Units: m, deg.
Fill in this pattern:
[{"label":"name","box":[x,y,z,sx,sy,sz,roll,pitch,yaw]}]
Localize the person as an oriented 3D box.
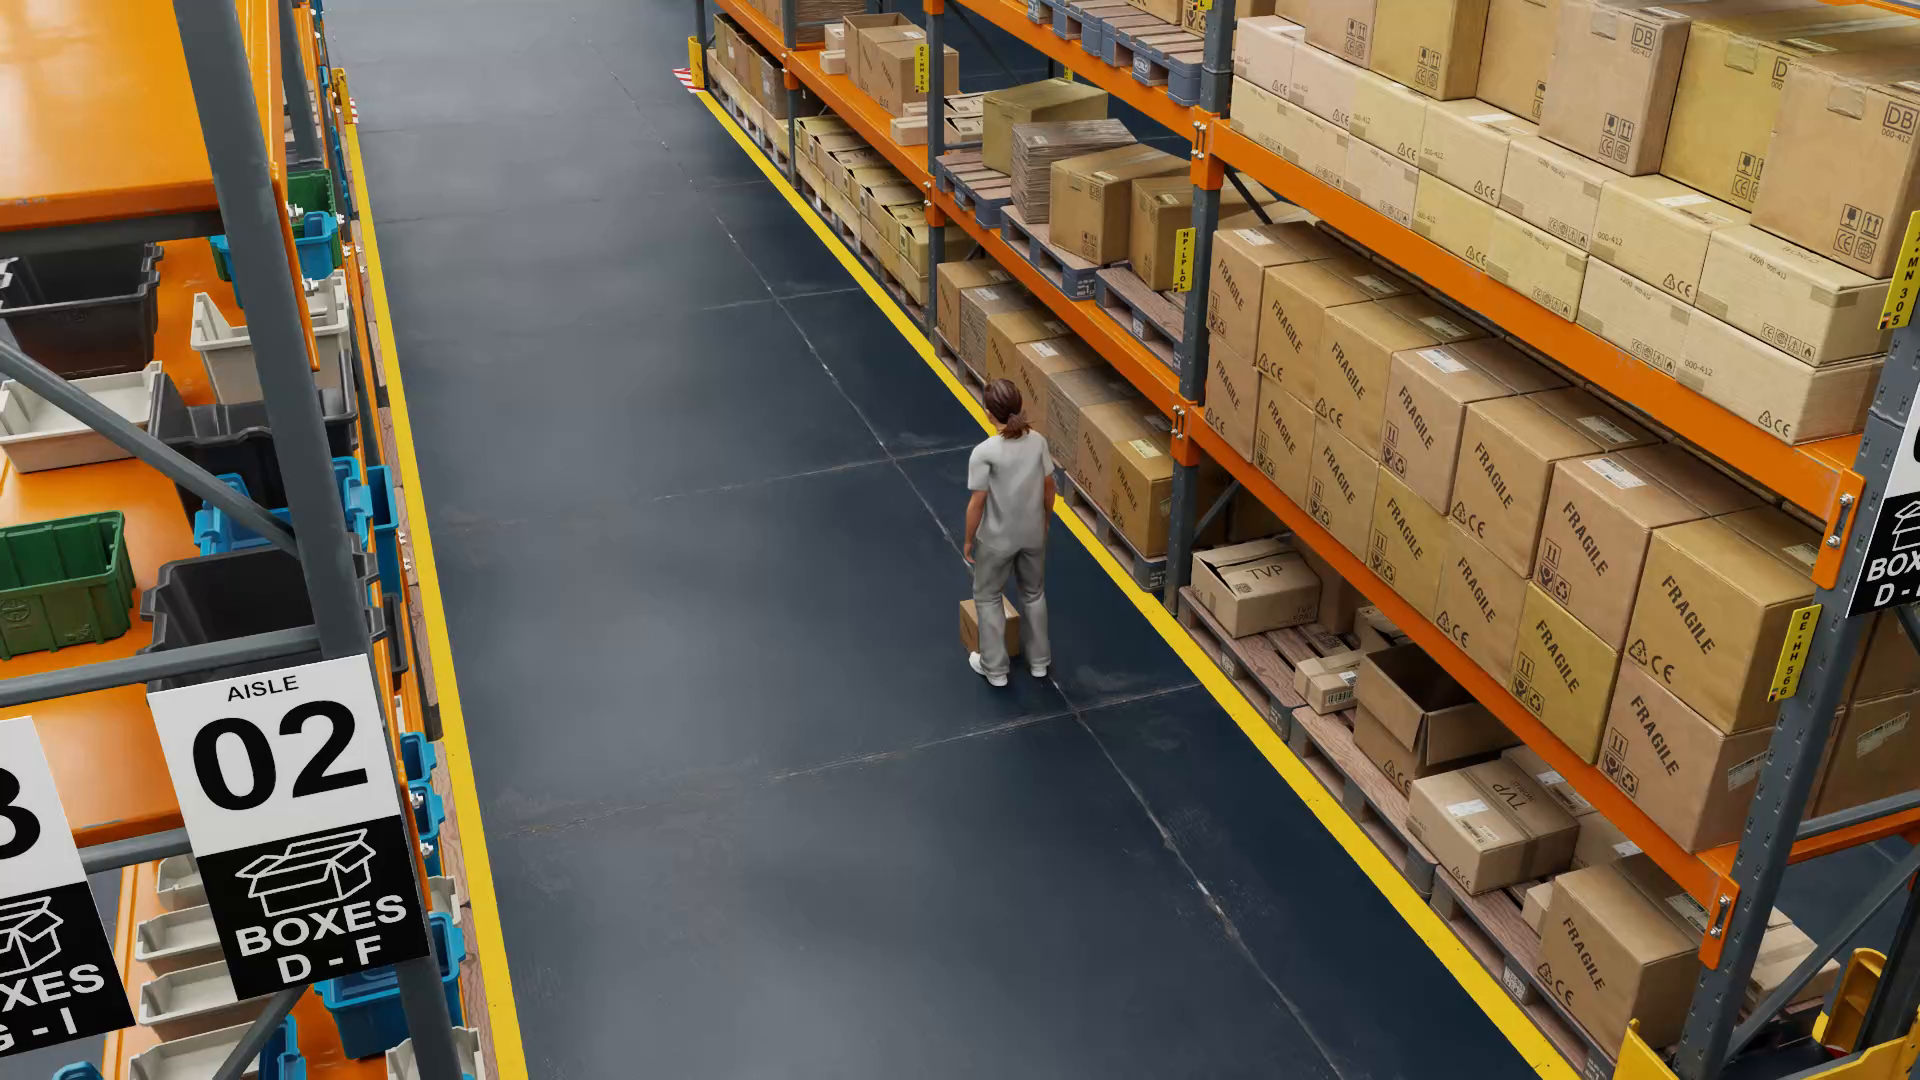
[{"label":"person","box":[0.252,-0.027,8.389,0.512,1.671,0.367,-13,32,-21]}]
